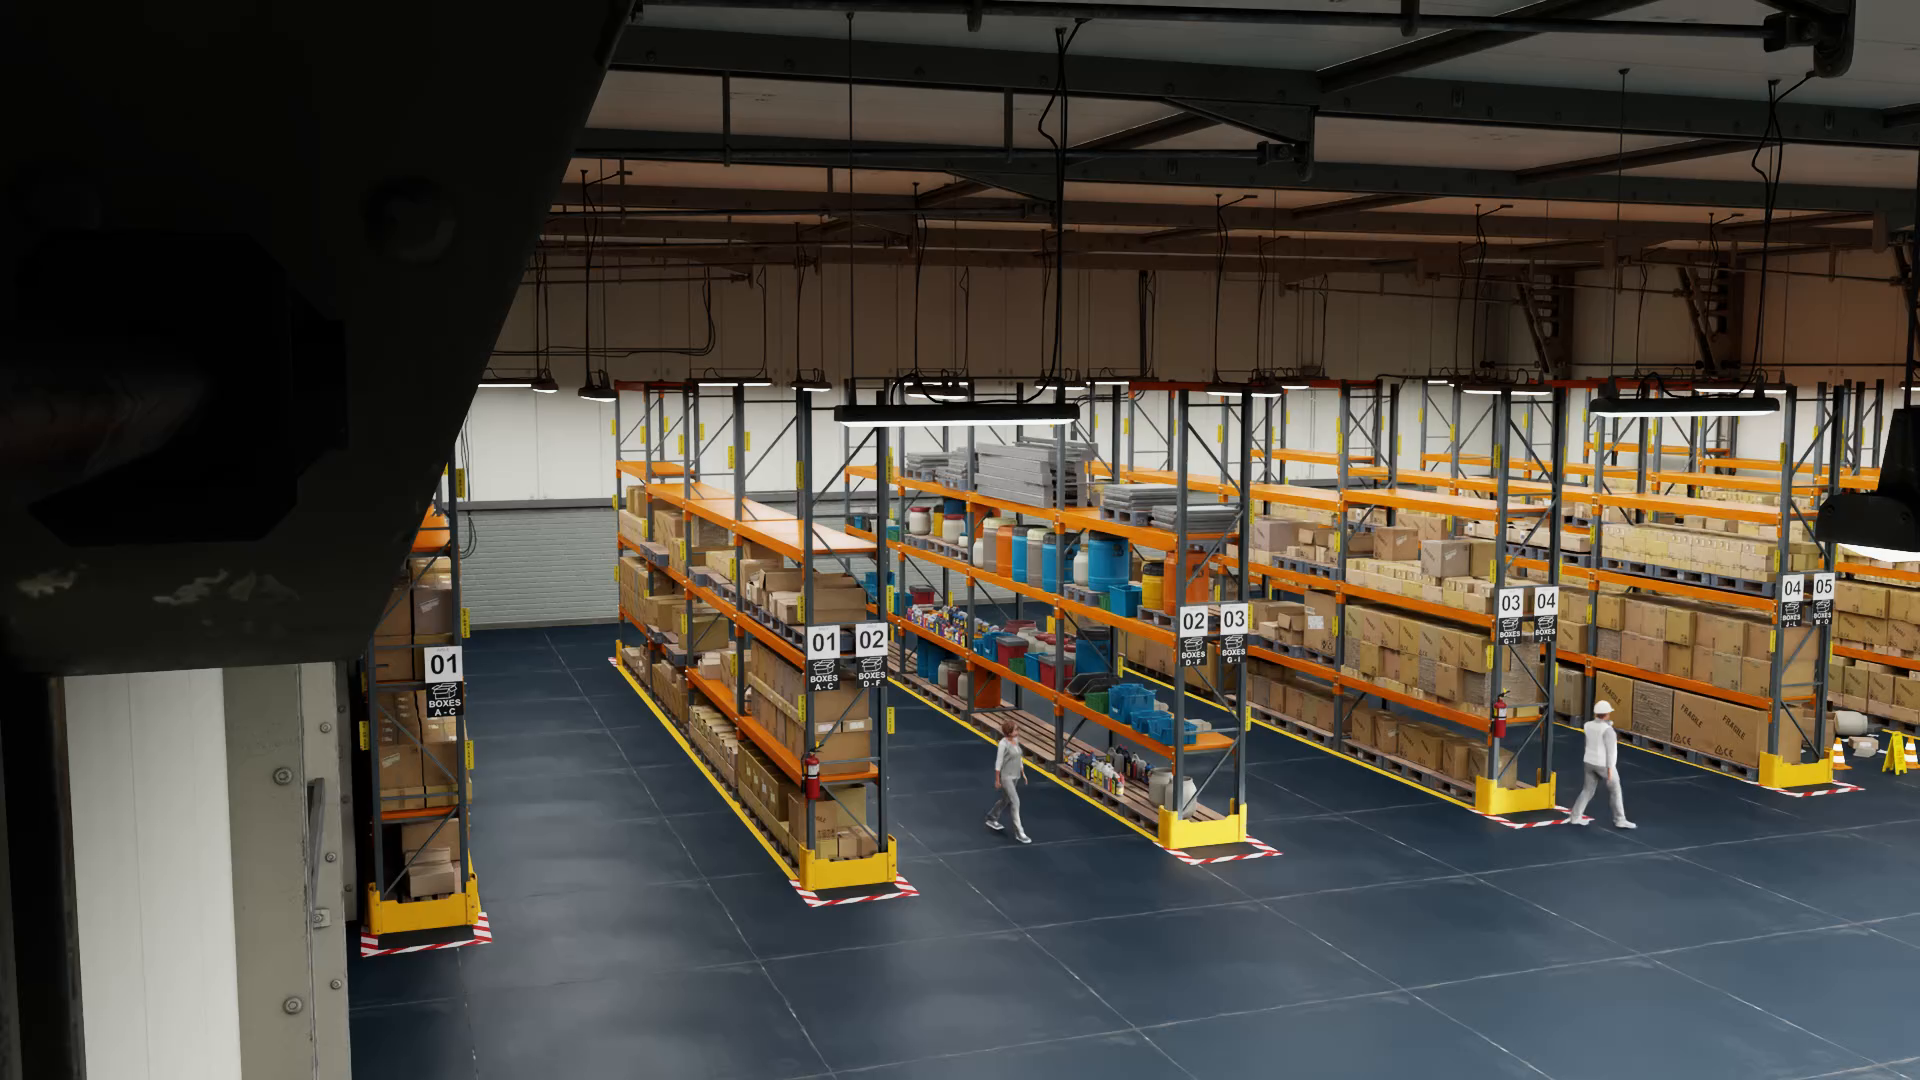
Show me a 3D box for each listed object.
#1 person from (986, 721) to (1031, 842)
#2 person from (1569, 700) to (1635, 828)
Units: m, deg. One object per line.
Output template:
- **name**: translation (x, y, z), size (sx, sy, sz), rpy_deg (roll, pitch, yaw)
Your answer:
- **person**: translation (0.668, 3.194, 22.312), size (0.842, 1.572, 0.434), rpy_deg (4, 7, 32)
- **person**: translation (8.781, 3.064, 22.762), size (0.852, 1.755, 0.561), rpy_deg (-3, 7, -28)
